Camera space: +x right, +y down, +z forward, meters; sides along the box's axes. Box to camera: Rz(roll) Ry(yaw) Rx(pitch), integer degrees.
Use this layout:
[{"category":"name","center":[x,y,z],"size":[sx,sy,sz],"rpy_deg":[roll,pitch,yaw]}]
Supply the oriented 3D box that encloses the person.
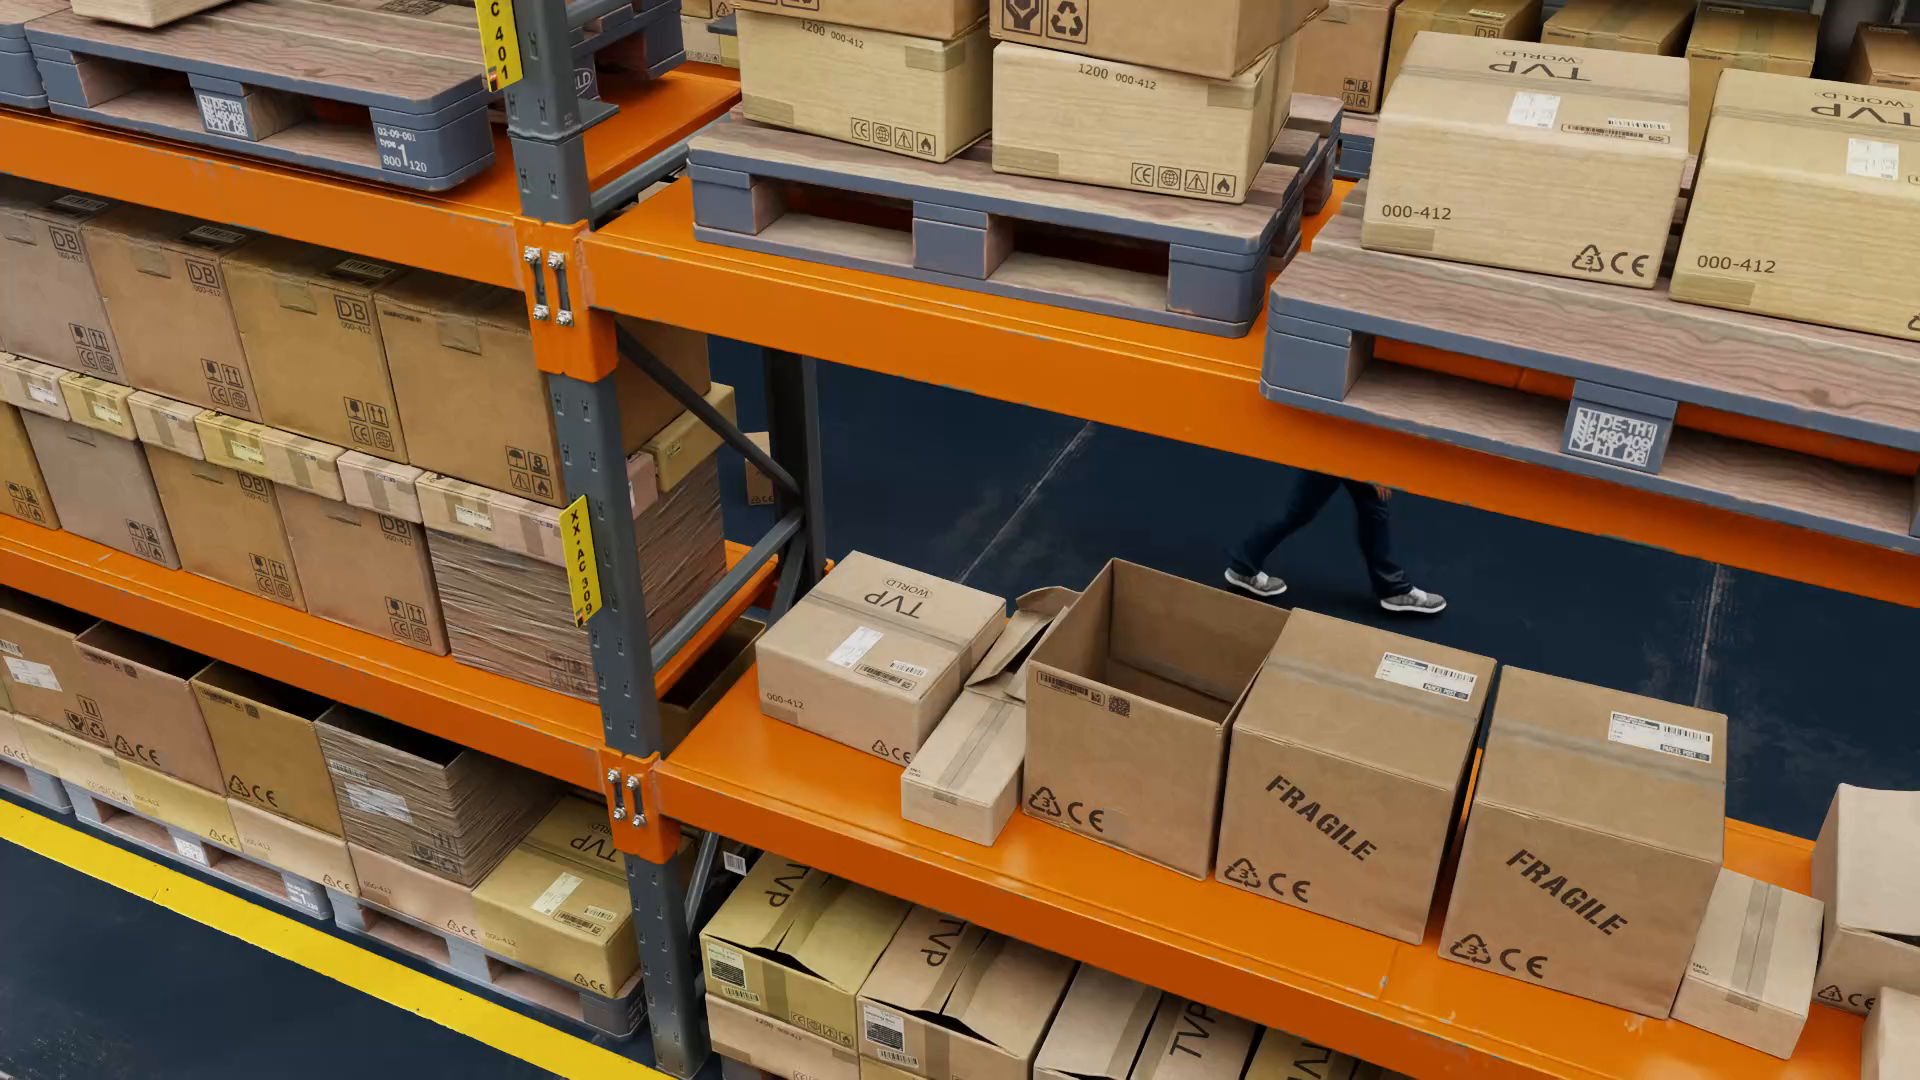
[{"category":"person","center":[1.581,-0.365,6.677],"size":[0.934,1.528,0.442],"rpy_deg":[12,36,18]}]
